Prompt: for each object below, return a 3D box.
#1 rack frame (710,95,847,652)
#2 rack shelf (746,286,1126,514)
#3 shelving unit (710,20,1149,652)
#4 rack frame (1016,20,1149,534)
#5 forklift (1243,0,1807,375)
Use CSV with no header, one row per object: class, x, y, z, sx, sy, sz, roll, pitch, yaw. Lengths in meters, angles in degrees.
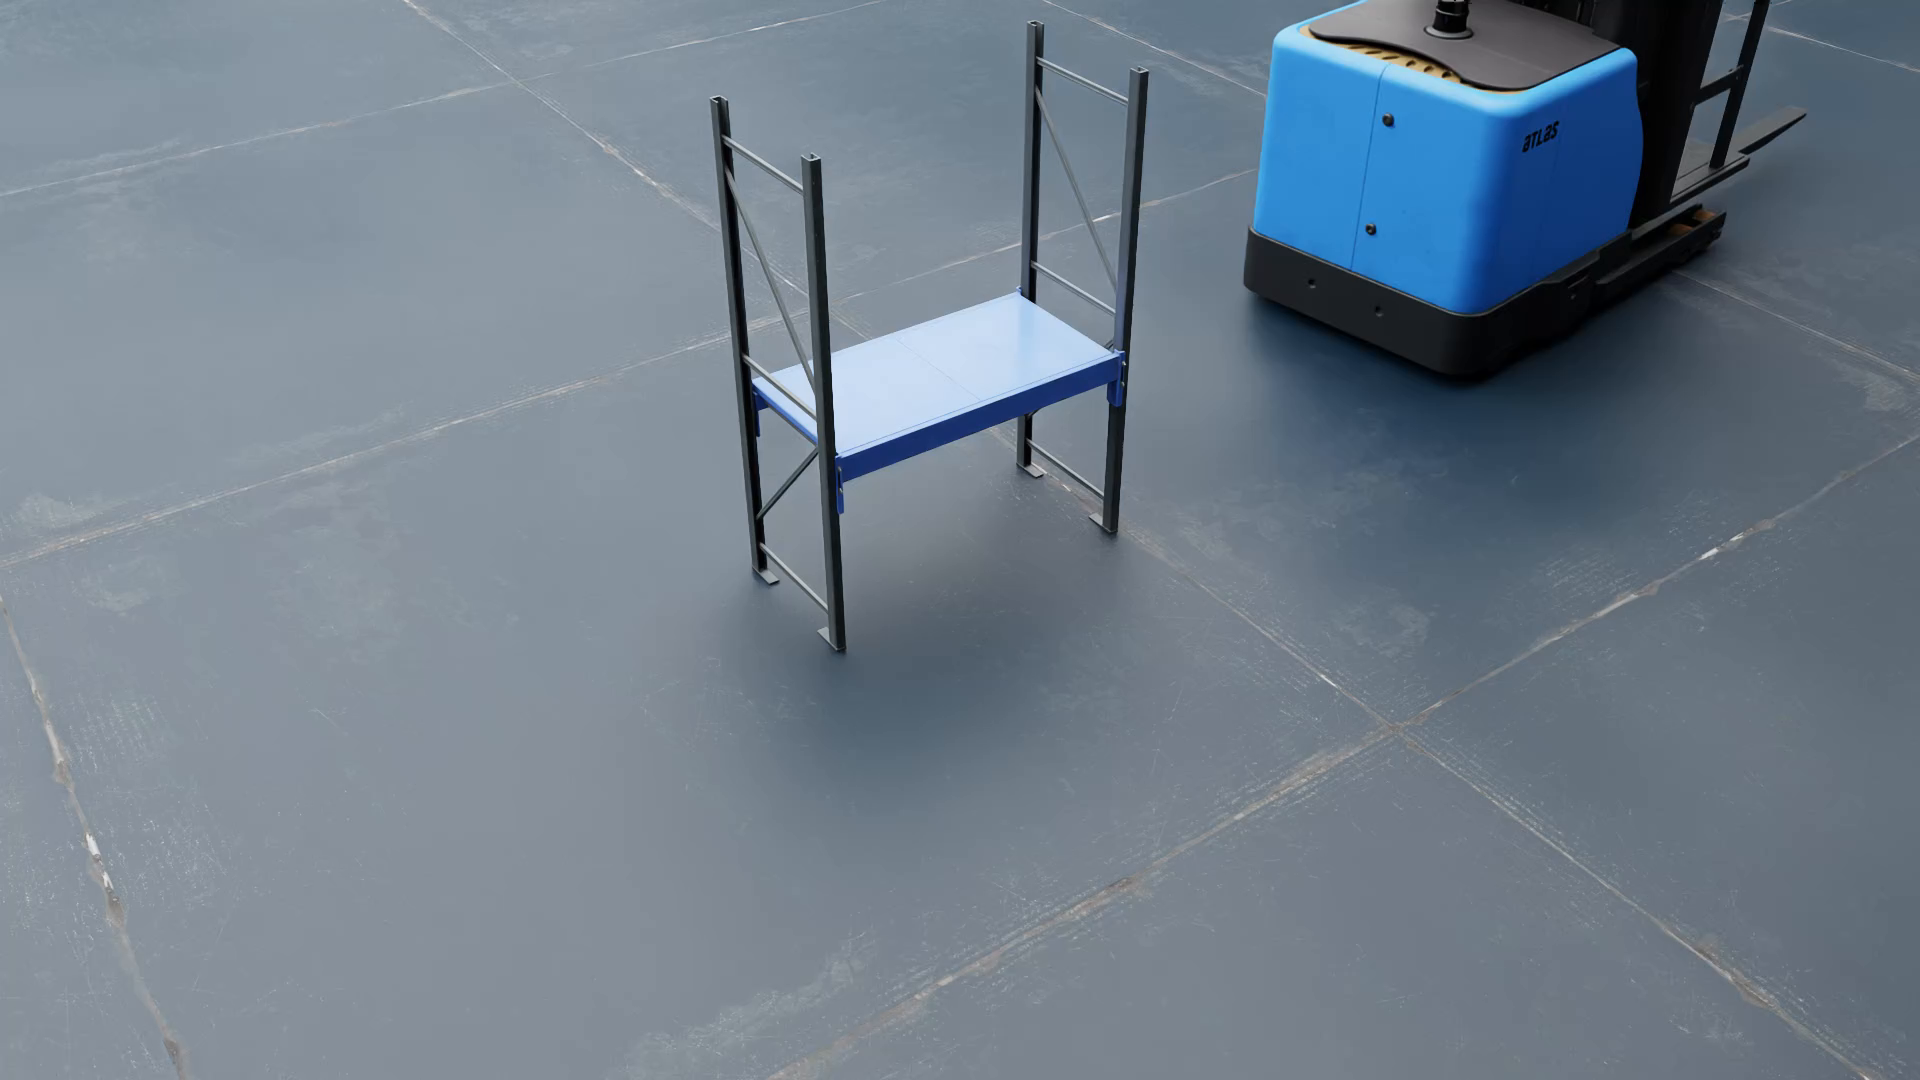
rack frame,-0.485,-0.409,4.534,0.032,1.500,0.500,-22,41,-28
rack shelf,-0.070,-0.434,4.877,1.000,0.185,0.538,-22,41,-28
shelving unit,-0.070,-0.580,4.772,1.048,1.500,0.538,-22,41,-28
rack frame,0.346,-0.751,5.010,0.032,1.500,0.500,-22,41,-28
forklift,2.535,-2.518,6.240,3.031,2.935,1.130,-28,44,-33
